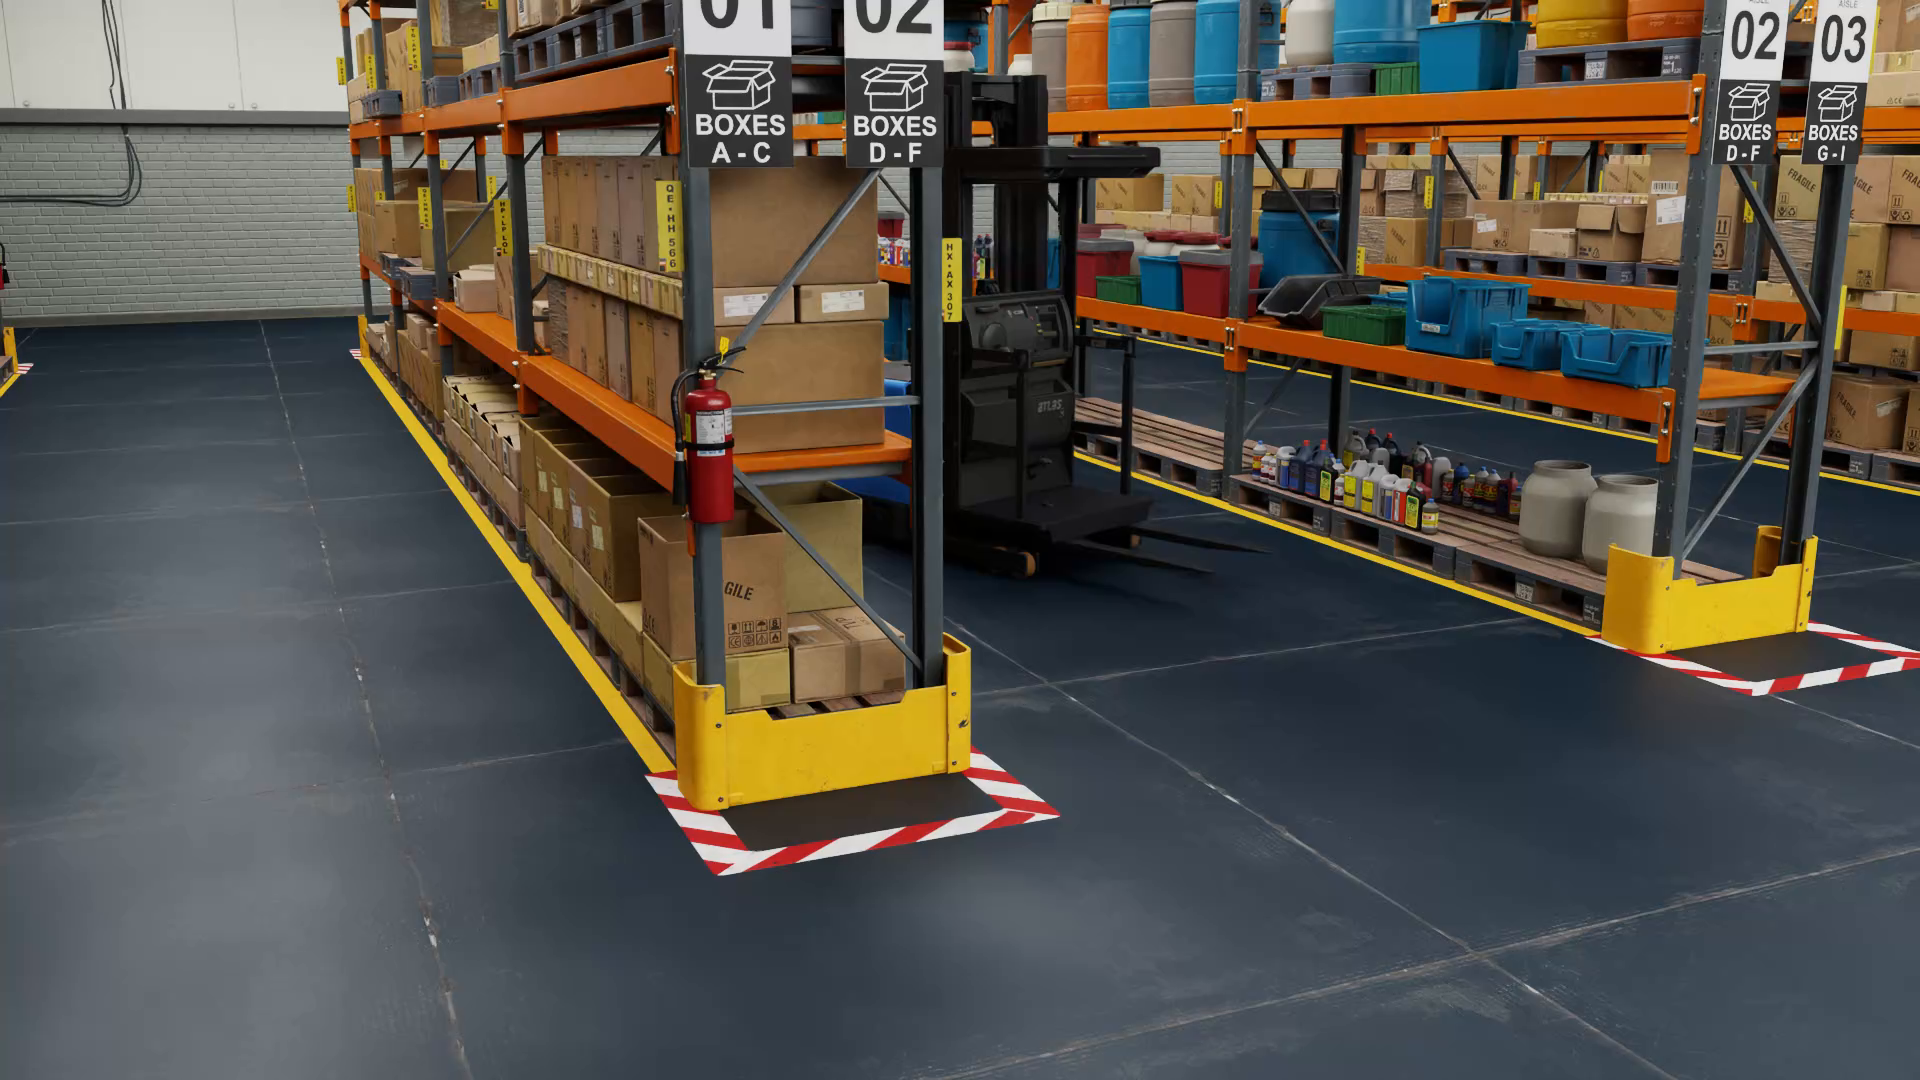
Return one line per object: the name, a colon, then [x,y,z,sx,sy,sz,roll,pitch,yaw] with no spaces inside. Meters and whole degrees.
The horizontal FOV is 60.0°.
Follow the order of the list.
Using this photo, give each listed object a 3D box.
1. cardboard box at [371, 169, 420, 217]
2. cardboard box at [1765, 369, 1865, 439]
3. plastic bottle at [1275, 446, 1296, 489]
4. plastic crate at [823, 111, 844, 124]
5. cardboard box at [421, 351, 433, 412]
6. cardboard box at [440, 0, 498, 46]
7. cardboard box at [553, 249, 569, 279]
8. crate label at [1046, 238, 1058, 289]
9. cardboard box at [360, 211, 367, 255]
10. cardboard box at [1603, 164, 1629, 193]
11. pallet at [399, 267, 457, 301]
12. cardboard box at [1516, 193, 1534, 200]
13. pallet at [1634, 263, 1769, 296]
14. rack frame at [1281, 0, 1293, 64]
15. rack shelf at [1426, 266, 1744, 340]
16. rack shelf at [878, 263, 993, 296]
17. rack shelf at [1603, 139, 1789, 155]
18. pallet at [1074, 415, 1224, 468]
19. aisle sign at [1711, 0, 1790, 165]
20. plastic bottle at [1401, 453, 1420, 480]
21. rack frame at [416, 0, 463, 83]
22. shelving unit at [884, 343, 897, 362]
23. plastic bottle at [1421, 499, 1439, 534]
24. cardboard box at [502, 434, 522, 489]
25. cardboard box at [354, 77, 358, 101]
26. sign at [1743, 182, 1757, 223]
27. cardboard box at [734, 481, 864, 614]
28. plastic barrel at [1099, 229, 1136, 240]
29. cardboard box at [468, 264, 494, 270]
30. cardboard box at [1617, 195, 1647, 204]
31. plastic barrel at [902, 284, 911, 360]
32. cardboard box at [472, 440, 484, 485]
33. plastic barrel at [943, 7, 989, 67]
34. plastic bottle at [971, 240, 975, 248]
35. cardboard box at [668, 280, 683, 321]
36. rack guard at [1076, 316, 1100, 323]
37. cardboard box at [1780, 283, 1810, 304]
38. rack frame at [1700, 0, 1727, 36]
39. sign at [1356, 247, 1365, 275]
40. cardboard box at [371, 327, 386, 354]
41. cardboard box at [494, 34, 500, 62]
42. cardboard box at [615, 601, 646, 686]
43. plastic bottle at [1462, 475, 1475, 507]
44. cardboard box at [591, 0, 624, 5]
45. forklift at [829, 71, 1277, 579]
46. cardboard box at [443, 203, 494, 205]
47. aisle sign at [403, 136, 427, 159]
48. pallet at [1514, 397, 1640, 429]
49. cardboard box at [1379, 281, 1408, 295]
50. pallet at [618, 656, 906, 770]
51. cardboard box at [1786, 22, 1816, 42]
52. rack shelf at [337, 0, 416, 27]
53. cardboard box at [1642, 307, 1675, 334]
cardboard box: [-6.005,-3.712,17.818,0.500,0.500,0.500,-6,14,-24]
cardboard box: [7.049,-1.131,13.718,0.500,0.500,0.500,-6,14,-25]
plastic bottle: [2.268,-0.501,11.448,0.152,0.276,0.135,-5,14,-21]
plastic crate: [-1.264,-4.855,19.011,0.450,0.188,0.662,-6,14,-23]
cardboard box: [-4.552,-1.439,15.002,0.500,0.500,0.500,-6,14,-25]
cardboard box: [-3.924,-4.251,13.494,0.500,0.500,0.500,-6,14,-23]
cardboard box: [-2.017,-1.524,9.140,0.380,0.149,0.250,-6,14,-24]
crate label: [0.935,-2.397,14.498,0.502,0.435,0.616,-6,14,-23]
cardboard box: [-6.812,-3.643,19.737,0.500,0.500,0.500,-6,14,-24]
cardboard box: [11.130,-6.016,27.772,0.500,0.500,0.500,-6,14,-24]
pallet: [-4.091,-2.204,14.164,1.213,0.211,1.003,-6,14,-23]
cardboard box: [7.854,-4.579,23.120,0.500,0.500,0.500,-6,14,-23]
pallet: [6.753,-2.308,14.617,1.003,0.211,1.213,-6,14,-23]
rack frame: [3.721,-6.806,20.321,1.000,3.000,0.127,-6,14,-23]
rack shelf: [6.125,-2.294,15.723,1.077,0.370,4.000,-6,14,-23]
rack shelf: [-0.016,-2.673,17.361,1.077,0.370,4.000,-6,14,-23]
rack shelf: [12.000,-6.303,26.394,1.077,0.370,4.000,-6,14,-23]
pallet: [1.545,-0.836,14.015,1.003,0.211,1.213,-6,14,-23]
aisle sign: [3.747,-2.182,7.880,0.394,0.787,0.004,-6,14,-23]
plastic bottle: [3.032,-0.447,11.195,0.061,0.283,0.133,-6,14,-23]
rack frame: [-3.755,-5.086,12.888,1.000,3.000,0.127,-6,14,-23]
shelving unit: [-0.612,-0.808,11.698,0.258,1.200,0.503,-3,13,-14]
plastic bottle: [2.853,-0.148,10.087,0.097,0.201,0.097,0,13,0]
cardboard box: [-2.577,-0.533,10.443,0.500,0.311,0.500,-6,14,-23]
cardboard box: [-6.592,-5.112,18.875,0.500,0.250,0.500,-6,14,-23]
sign: [6.419,-2.744,13.506,0.100,0.325,0.005,-6,14,-23]
cardboard box: [-0.763,0.025,7.612,0.500,0.500,0.500,-6,14,-23]
plastic barrel: [1.393,-2.471,14.647,0.421,0.512,0.421,0,13,0]
cardboard box: [-3.649,-2.041,13.233,0.500,0.311,0.500,-5,14,-19]
cardboard box: [8.562,-4.293,21.072,0.380,0.149,0.250,-5,14,-21]
plastic barrel: [-0.331,-2.358,18.130,0.600,0.901,0.708,-6,14,-23]
cardboard box: [-3.193,-0.577,11.877,0.500,0.250,0.500,-5,14,-22]
plastic barrel: [0.007,-5.008,17.159,0.600,0.901,0.708,-6,14,-23]
plastic bottle: [0.132,-3.068,17.750,0.152,0.276,0.135,-6,14,-23]
cardboard box: [-0.984,-0.991,6.839,0.380,0.149,0.250,-5,14,-22]
rack guard: [2.109,-3.497,24.872,1.175,0.500,0.348,-6,14,-23]
cardboard box: [6.825,-1.984,13.347,0.380,0.149,0.250,-6,14,-23]
rack frame: [3.990,-3.880,7.677,1.000,3.000,0.127,-6,14,-23]
sign: [2.896,-1.966,12.097,0.100,0.325,0.005,-6,14,-23]
cardboard box: [-6.601,-2.346,19.478,0.500,0.250,0.500,-6,14,-23]
cardboard box: [-2.862,-3.330,11.356,0.500,0.250,0.500,-7,15,-28]
cardboard box: [-1.247,0.438,7.491,0.500,0.250,0.500,-6,14,-23]
plastic bottle: [3.332,-0.323,10.843,0.097,0.201,0.097,0,13,0]
cardboard box: [-1.253,-2.386,6.964,0.500,0.250,0.500,-6,14,-23]
forklift: [0.513,-1.328,10.107,3.031,2.935,1.130,12,18,43]
cardboard box: [-4.593,-2.884,15.524,0.700,0.500,0.500,-10,16,-37]
aisle sign: [-6.706,-5.124,20.593,0.394,0.787,0.004,-6,14,-23]
pallet: [6.120,-1.286,15.956,1.003,0.211,1.213,-6,14,-23]
cardboard box: [5.066,-2.371,18.244,1.225,0.875,0.875,-6,14,-26]
pallet: [-0.895,0.694,7.404,1.003,0.211,1.213,-6,14,-23]
cardboard box: [6.828,-4.053,13.918,0.797,0.503,0.637,-6,14,-26]
rack shelf: [-6.158,-5.974,18.326,1.077,0.370,4.000,-6,14,-23]
cardboard box: [8.974,-2.799,20.923,0.500,0.500,0.500,-6,14,-25]
